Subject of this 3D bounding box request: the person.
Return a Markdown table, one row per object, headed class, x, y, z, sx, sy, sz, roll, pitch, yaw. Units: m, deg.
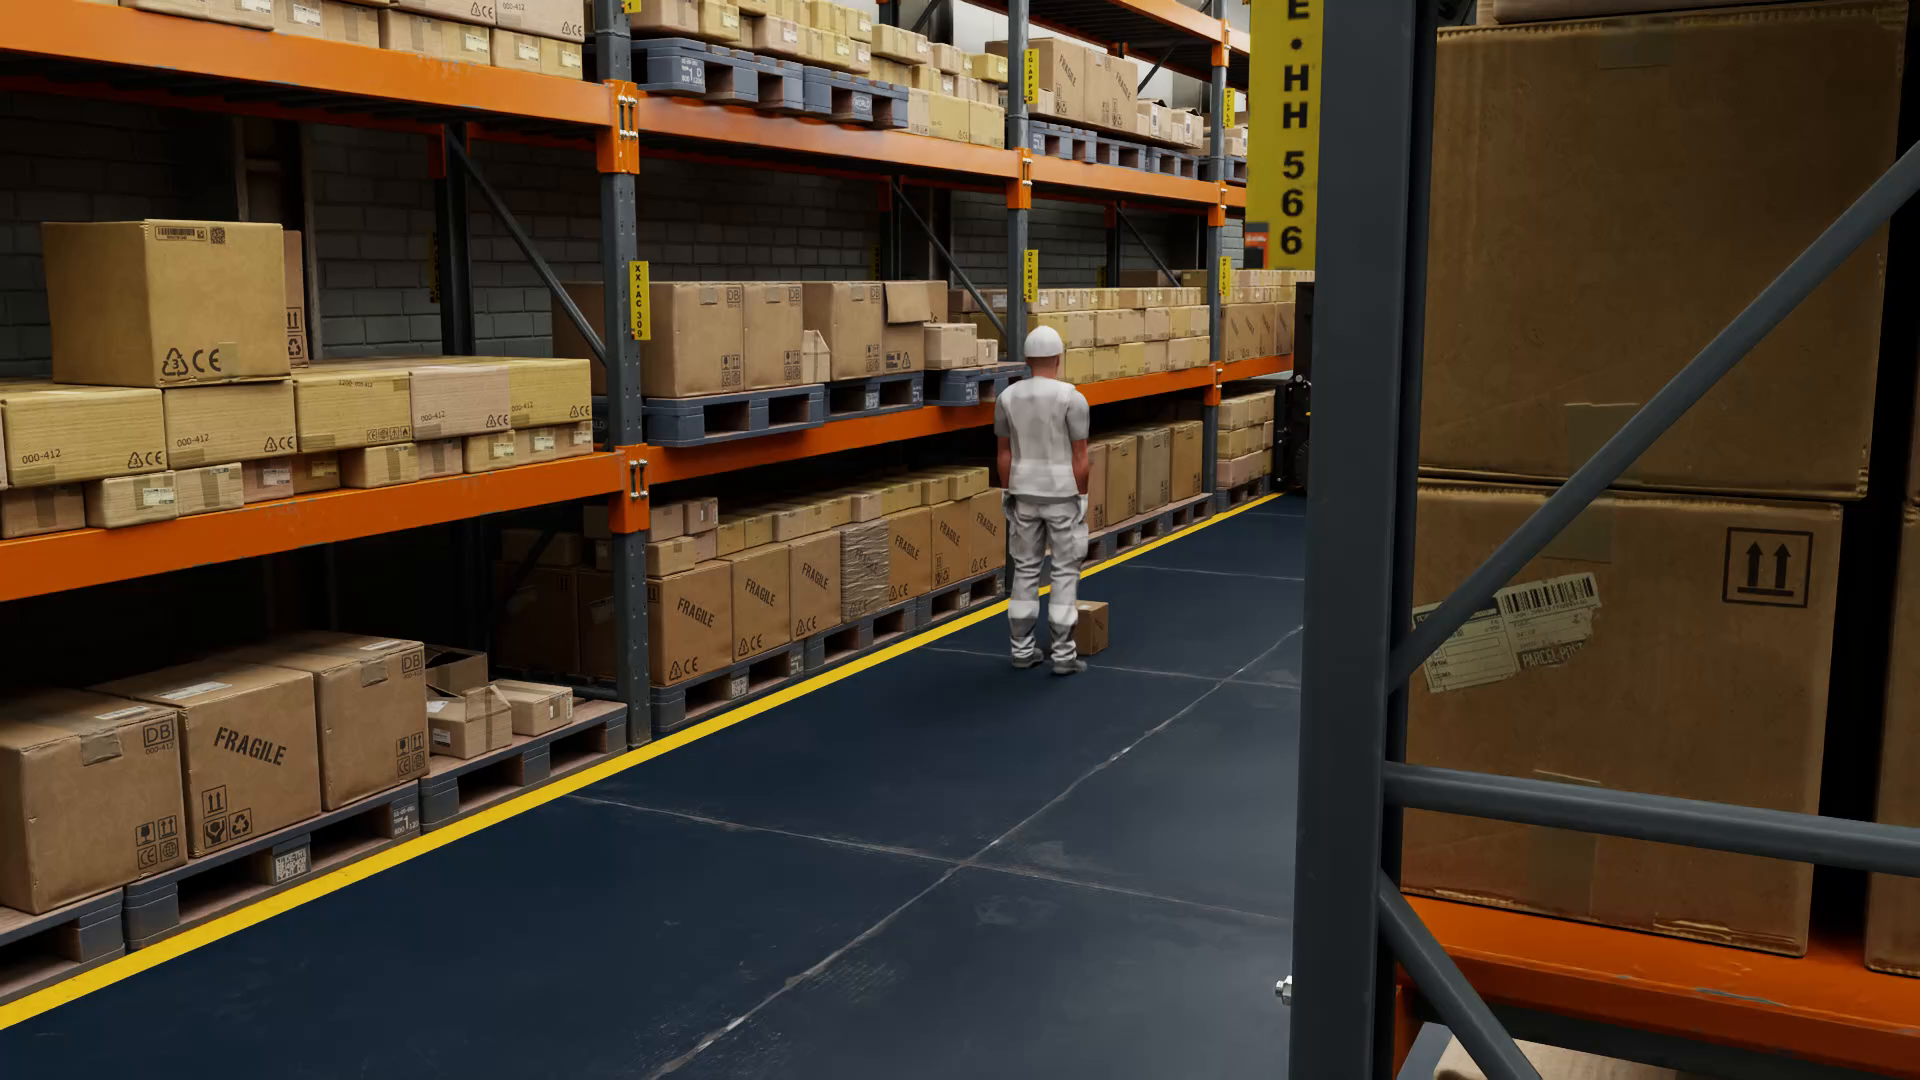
| class | x | y | z | sx | sy | sz | roll | pitch | yaw |
| --- | --- | --- | --- | --- | --- | --- | --- | --- | --- |
| person | 0.441 | -0.203 | 8.644 | 0.524 | 1.809 | 0.344 | 4 | 10 | 26 |
